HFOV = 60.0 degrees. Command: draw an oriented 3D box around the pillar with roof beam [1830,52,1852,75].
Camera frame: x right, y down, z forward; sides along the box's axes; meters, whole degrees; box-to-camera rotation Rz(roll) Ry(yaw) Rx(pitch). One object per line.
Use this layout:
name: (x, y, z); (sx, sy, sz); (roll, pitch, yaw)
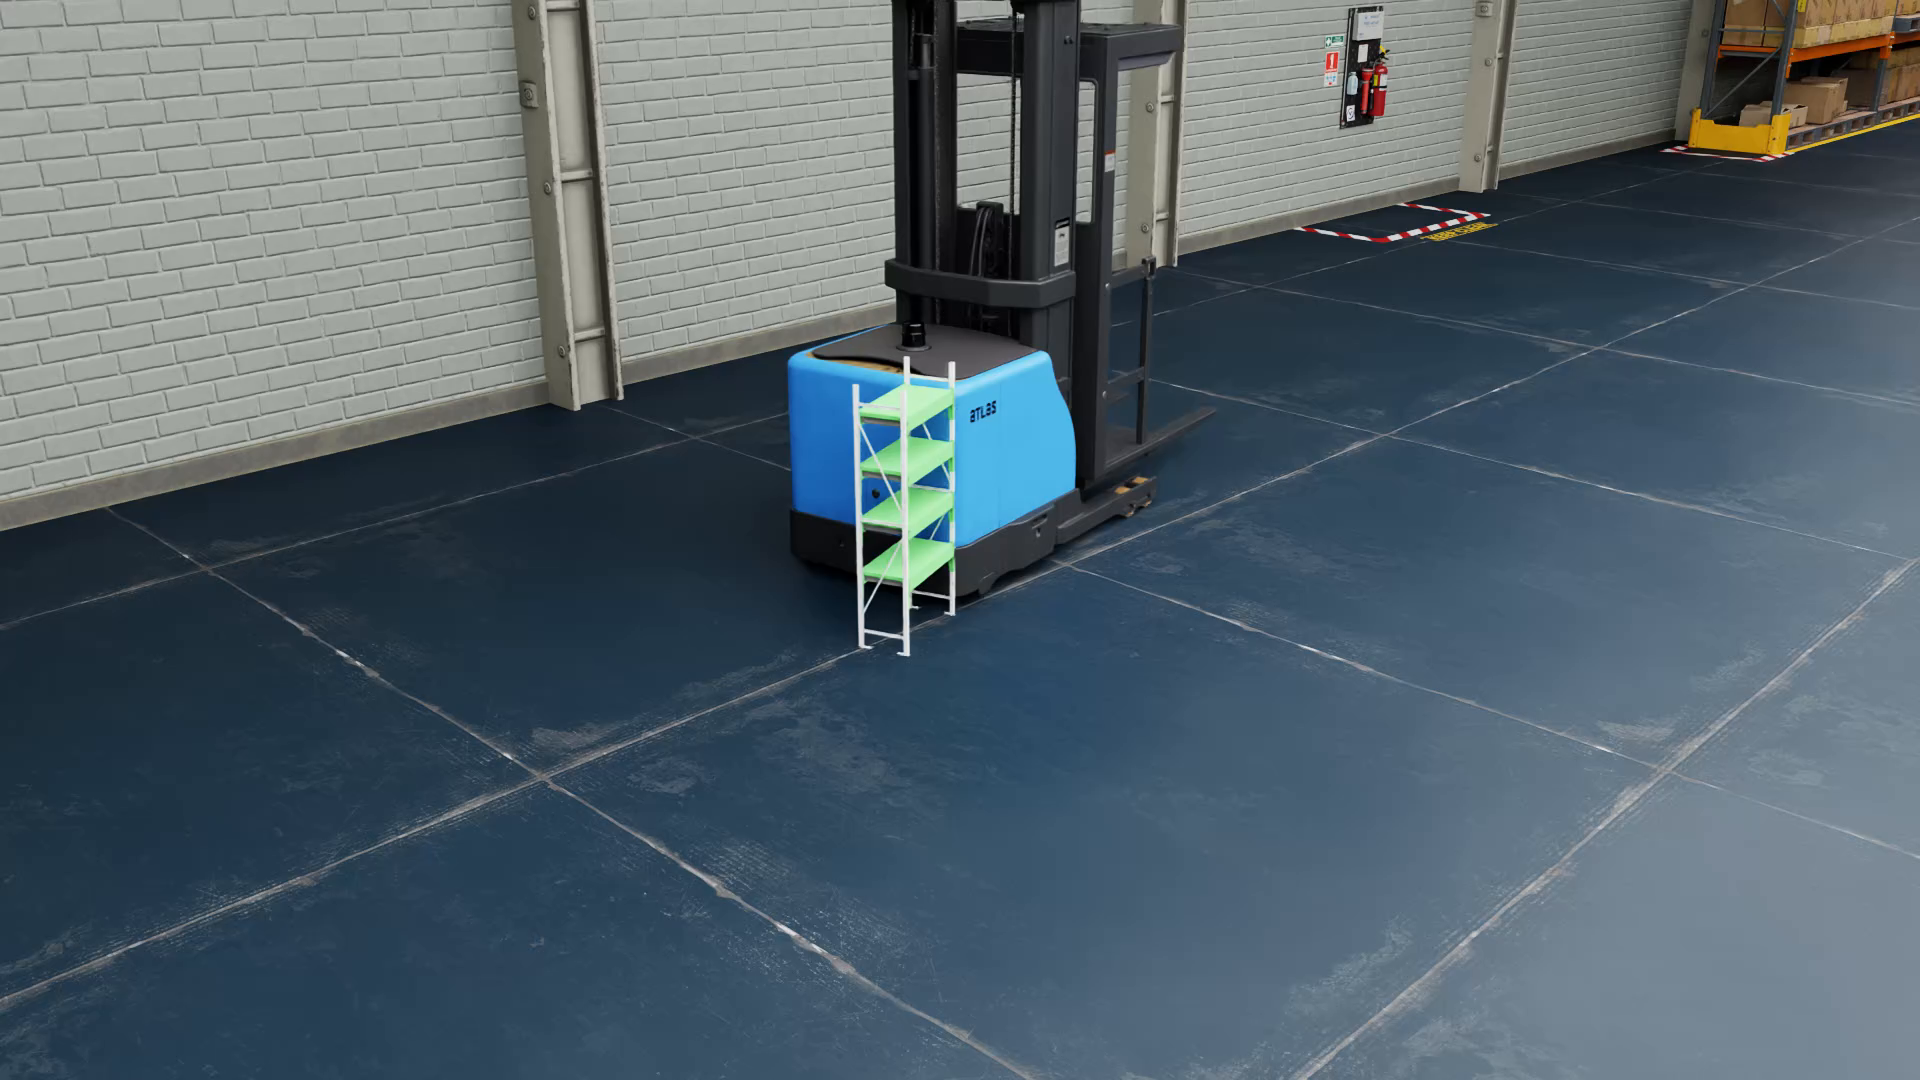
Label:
pillar with roof beam: (17.359, -10.215, 22.610); (9.100, 9.000, 0.400); (19, 28, 41)

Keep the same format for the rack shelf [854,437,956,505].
rack shelf: (-0.234, -0.314, 7.228); (0.258, 0.148, 0.480); (9, 23, 22)

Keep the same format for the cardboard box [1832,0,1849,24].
cardboard box: (11.485, -7.147, 22.123); (0.500, 0.500, 0.500); (18, 27, 39)

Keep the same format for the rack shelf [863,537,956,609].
rack shelf: (-0.234, 0.134, 7.401); (0.258, 0.148, 0.480); (9, 23, 22)

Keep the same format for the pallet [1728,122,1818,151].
pallet: (10.865, -5.472, 22.516); (1.003, 0.211, 1.213); (19, 28, 41)

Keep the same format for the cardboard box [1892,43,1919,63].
cardboard box: (14.894, -7.670, 26.174); (0.500, 0.250, 0.500); (-20, 28, -41)

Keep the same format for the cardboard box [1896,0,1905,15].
cardboard box: (13.390, -7.956, 24.341); (0.700, 0.500, 0.500); (19, 28, 41)

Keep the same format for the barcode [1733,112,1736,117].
barcode: (10.493, -5.769, 22.524); (0.001, 0.075, 0.075); (19, 28, 41)

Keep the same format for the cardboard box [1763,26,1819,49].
cardboard box: (10.788, -6.539, 21.588); (0.500, 0.250, 0.500); (18, 28, 39)

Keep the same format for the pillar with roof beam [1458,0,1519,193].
pillar with roof beam: (8.988, -7.131, 14.584); (9.100, 9.000, 0.400); (19, 28, 41)

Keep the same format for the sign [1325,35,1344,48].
sign: (3.702, -4.929, 16.429); (0.001, 0.109, 0.331); (19, 28, 41)

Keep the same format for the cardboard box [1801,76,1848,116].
cardboard box: (12.315, -6.344, 23.769); (0.500, 0.500, 0.500); (17, 27, 37)

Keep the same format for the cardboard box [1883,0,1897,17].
cardboard box: (12.902, -7.673, 23.491); (0.500, 0.500, 0.500); (19, 28, 41)

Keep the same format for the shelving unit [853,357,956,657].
shelving unit: (-0.234, -0.150, 7.292); (0.258, 1.200, 0.503); (9, 23, 22)

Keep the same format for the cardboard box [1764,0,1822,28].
cardboard box: (10.769, -6.891, 21.457); (0.500, 0.500, 0.500); (19, 28, 41)

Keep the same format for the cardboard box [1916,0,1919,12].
cardboard box: (14.222, -8.275, 25.171); (0.500, 0.500, 0.700); (-16, 26, -35)

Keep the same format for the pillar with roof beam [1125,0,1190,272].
pillar with roof beam: (4.802, -5.588, 10.571); (9.100, 9.000, 0.400); (19, 28, 41)

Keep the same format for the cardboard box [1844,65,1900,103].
cardboard box: (13.837, -6.959, 25.371); (0.700, 0.500, 0.500); (19, 28, 40)

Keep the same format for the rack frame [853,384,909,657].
rack frame: (-0.334, -0.070, 7.084); (0.240, 1.200, 0.015); (9, 23, 22)

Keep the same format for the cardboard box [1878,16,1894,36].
cardboard box: (12.897, -7.324, 23.629); (0.500, 0.250, 0.500); (19, 28, 41)

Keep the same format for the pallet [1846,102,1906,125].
pallet: (13.553, -6.481, 25.142); (1.003, 0.211, 1.213); (19, 28, 41)

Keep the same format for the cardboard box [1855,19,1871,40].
cardboard box: (12.204, -7.065, 22.955); (0.500, 0.250, 0.500); (19, 28, 40)

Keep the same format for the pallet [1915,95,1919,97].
pallet: (15.255, -7.108, 26.774); (1.003, 0.211, 1.213); (19, 28, 41)

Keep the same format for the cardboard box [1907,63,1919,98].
cardboard box: (14.567, -7.213, 26.030); (0.700, 0.500, 0.500); (19, 28, 40)

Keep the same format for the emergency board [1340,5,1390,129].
emergency board: (4.152, -4.782, 16.836); (0.194, 1.169, 0.643); (19, 28, 41)

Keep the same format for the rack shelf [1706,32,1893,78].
rack shelf: (11.615, -6.732, 22.912); (1.077, 0.370, 4.000); (19, 28, 41)

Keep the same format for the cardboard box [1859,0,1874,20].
cardboard box: (12.199, -7.416, 22.824); (0.500, 0.500, 0.500); (18, 28, 39)

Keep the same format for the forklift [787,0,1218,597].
forklift: (0.418, -1.575, 8.587); (1.130, 2.935, 3.031); (14, 25, 32)

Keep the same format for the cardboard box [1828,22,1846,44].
cardboard box: (11.500, -6.806, 22.281); (0.500, 0.250, 0.500); (19, 28, 40)

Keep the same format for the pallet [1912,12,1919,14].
pallet: (14.449, -8.002, 25.479); (1.003, 0.211, 1.213); (19, 28, 41)

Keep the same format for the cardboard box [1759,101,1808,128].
cardboard box: (11.165, -5.806, 22.634); (0.500, 0.311, 0.500); (-17, 27, -38)

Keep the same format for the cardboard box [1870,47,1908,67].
cardboard box: (14.177, -7.413, 25.505); (0.500, 0.250, 0.500); (18, 28, 39)

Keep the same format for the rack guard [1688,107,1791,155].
rack guard: (10.273, -5.407, 21.944); (1.175, 0.500, 0.348); (19, 28, 41)
